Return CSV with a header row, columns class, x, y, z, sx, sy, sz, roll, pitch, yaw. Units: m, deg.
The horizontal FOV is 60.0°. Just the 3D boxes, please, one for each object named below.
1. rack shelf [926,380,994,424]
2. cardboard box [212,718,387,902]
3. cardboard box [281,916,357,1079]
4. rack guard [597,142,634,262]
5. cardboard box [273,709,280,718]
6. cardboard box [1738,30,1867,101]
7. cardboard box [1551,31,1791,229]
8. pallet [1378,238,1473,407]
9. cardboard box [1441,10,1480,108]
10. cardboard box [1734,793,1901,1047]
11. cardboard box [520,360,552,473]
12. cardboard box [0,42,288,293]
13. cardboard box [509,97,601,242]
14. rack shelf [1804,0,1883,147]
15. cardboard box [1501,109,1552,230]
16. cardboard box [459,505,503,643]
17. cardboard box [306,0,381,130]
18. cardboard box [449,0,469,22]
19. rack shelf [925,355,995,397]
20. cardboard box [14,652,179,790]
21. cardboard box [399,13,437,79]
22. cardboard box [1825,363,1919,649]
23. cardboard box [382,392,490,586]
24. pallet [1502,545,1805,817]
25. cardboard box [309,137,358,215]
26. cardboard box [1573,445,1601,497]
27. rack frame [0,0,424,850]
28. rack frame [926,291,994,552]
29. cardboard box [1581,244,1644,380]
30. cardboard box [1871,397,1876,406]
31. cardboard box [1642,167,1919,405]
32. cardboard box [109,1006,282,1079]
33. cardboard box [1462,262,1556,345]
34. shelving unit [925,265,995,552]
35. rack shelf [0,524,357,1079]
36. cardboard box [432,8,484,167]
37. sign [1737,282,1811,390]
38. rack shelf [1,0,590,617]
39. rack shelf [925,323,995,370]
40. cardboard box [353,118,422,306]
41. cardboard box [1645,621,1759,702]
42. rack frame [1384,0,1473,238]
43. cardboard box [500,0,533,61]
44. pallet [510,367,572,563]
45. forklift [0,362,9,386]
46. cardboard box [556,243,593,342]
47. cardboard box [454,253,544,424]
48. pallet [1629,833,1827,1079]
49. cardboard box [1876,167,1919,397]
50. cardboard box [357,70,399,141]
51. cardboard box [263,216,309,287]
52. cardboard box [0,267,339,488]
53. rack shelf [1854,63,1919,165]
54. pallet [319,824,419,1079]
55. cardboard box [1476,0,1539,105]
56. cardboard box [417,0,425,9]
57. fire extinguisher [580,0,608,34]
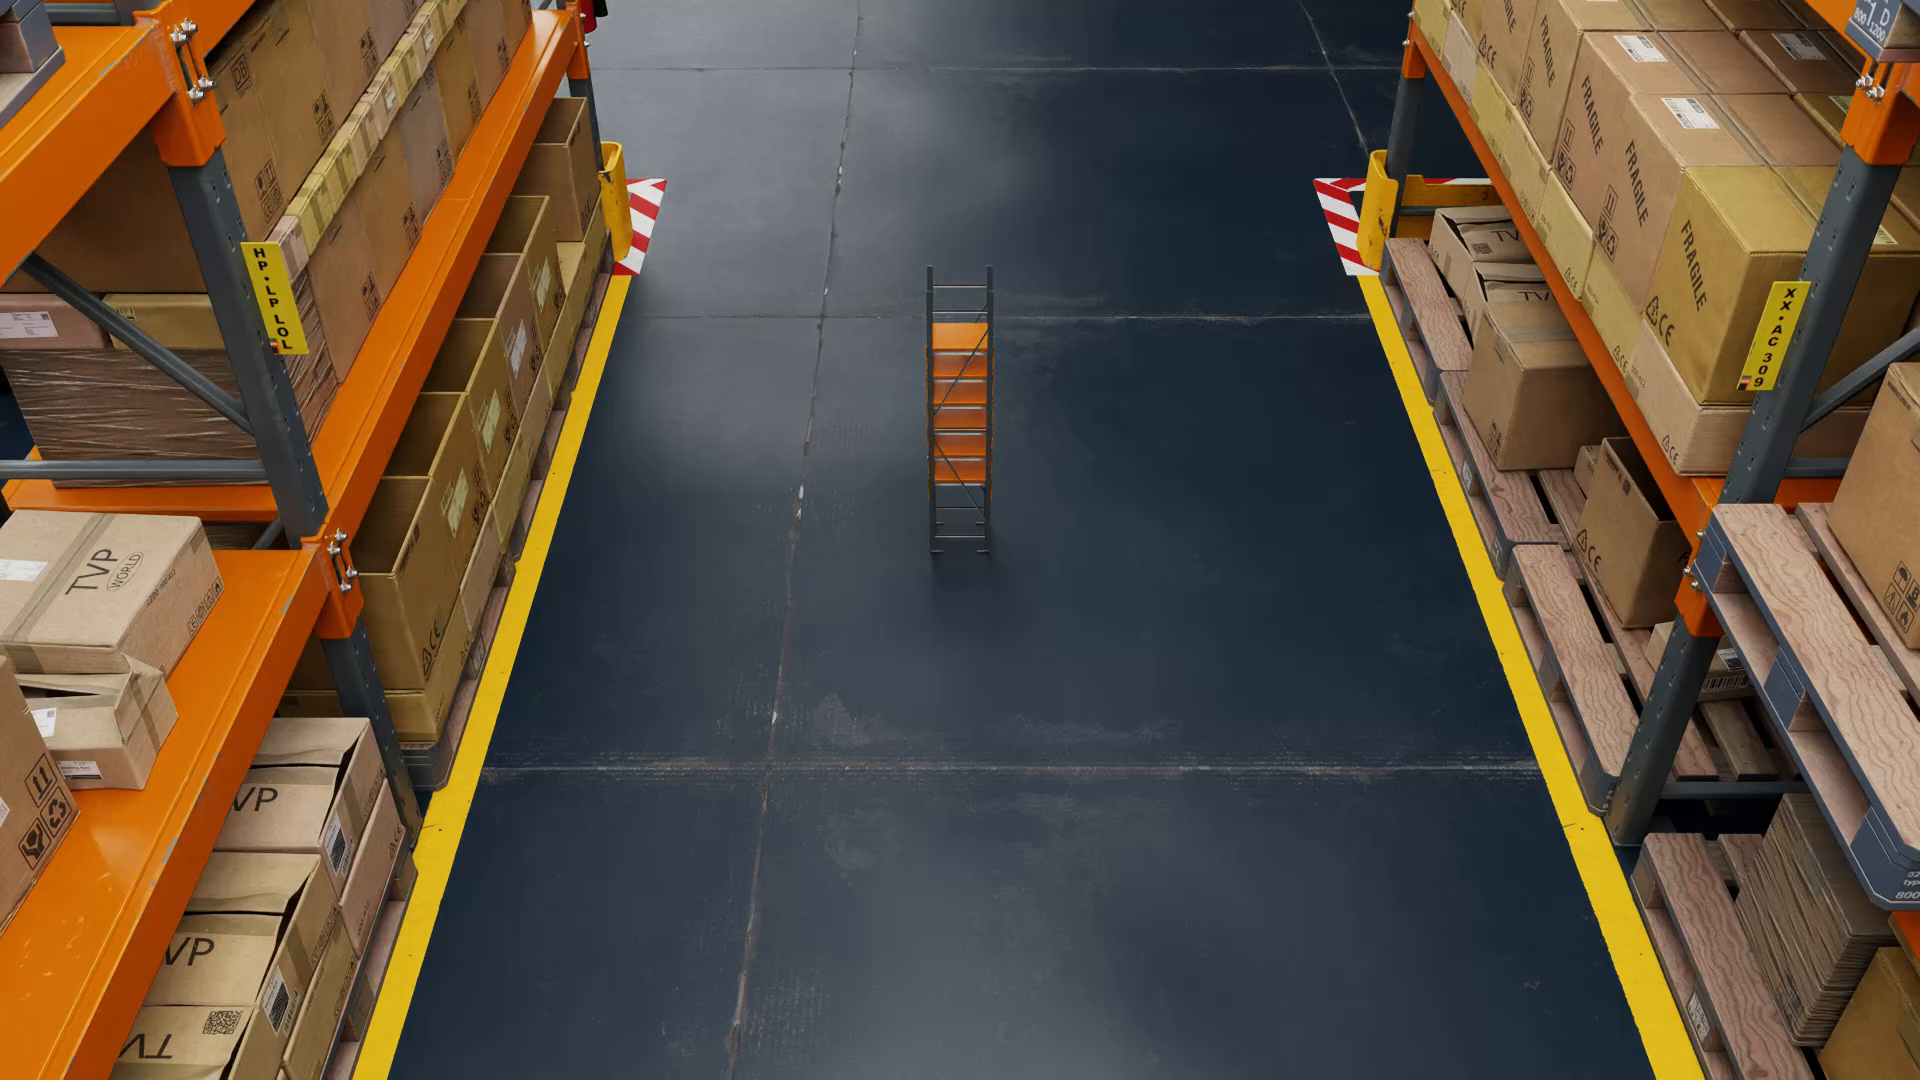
class,x,y,z,sx,sy,sz,roll,pitch,yaw
rack shelf,0.000,-0.536,6.339,0.258,0.103,0.180,0,39,0
cardboard box,-2.010,0.756,4.823,0.500,0.311,0.500,0,39,0
cardboard box,-2.008,1.297,4.596,0.500,0.250,0.500,-1,39,-1
rack guard,-2.302,-1.729,8.507,1.175,0.500,0.348,0,39,0
cardboard box,-2.517,0.432,5.676,0.500,0.250,0.500,0,39,0
cardboard box,2.873,-1.365,5.559,0.500,0.500,0.500,1,39,1
cardboard box,2.350,-1.358,5.550,0.500,0.500,0.500,-1,39,-1
pallet,2.617,-1.051,7.893,1.003,0.211,1.213,0,39,0
cardboard box,2.349,-2.014,6.969,0.500,0.250,0.500,-1,39,-1
cardboard box,2.674,1.070,4.663,0.700,0.500,0.500,1,39,1
cardboard box,-1.992,-0.507,6.847,0.500,0.250,0.500,0,39,0
cardboard box,-2.304,-1.010,4.495,0.700,0.500,0.500,0,39,0
cardboard box,-2.004,-1.737,7.783,0.500,0.500,0.500,0,39,0
rack shelf,2.654,-2.334,5.441,1.077,0.370,4.000,0,39,0
cardboard box,2.342,-1.379,6.177,0.500,0.250,0.500,0,39,0
cardboard box,-1.990,0.119,6.066,0.500,0.250,0.500,0,39,0
cardboard box,-2.306,-1.640,5.280,0.700,0.500,0.500,0,39,0
cardboard box,-2.110,-2.097,6.370,0.380,0.149,0.250,1,39,1
rack shelf,0.000,-0.630,6.264,0.258,0.103,0.180,0,39,0
cardboard box,-2.113,0.414,3.942,0.396,0.266,0.258,-1,39,-1
cardboard box,-2.107,-1.772,5.964,0.380,0.149,0.250,-1,39,-1
cardboard box,2.623,-0.086,4.027,0.700,0.500,0.500,0,39,0
cardboard box,-1.993,-0.174,5.832,0.500,0.500,0.500,0,39,0
pallet,2.620,0.475,5.989,1.003,0.211,1.213,0,39,0
cardboard box,-2.108,-1.130,5.163,0.380,0.149,0.250,0,39,0
cardboard box,2.674,-0.253,6.595,0.380,0.149,0.250,-3,39,-4
rack frame,-2.298,-0.188,4.586,1.000,3.000,0.127,0,39,0
rack frame,0.000,-0.420,6.315,0.240,1.200,0.006,0,39,0
cardboard box,2.360,-0.750,5.392,0.500,0.250,0.500,0,39,0
cardboard box,2.870,-0.437,5.001,0.500,0.250,0.500,0,39,0
cardboard box,2.346,-0.731,4.768,0.500,0.500,0.500,0,39,0
cardboard box,-2.005,1.393,4.028,0.500,0.311,0.500,0,39,0
cardboard box,2.563,-1.028,7.433,0.500,0.311,0.500,3,39,4
shelving unit,0.000,-0.477,6.386,0.258,1.200,0.189,0,39,0
rack shelf,-2.295,1.344,3.250,1.077,0.370,4.000,0,39,0
cardboard box,-2.314,-1.797,6.514,0.700,0.500,0.500,0,39,0
sign,2.114,-0.526,4.316,0.100,0.325,0.005,0,39,0
rack shelf,-2.300,-1.158,6.371,1.077,0.370,4.000,0,39,0
rack shelf,0.000,-0.724,6.189,0.258,0.103,0.180,0,39,0
cardboard box,-2.308,-1.148,5.704,0.700,0.500,0.500,1,39,1
cardboard box,2.626,0.406,5.759,0.380,0.166,0.250,-5,39,-6
rack frame,2.652,-2.695,7.714,1.000,3.000,0.127,0,39,0
cardboard box,-2.314,-2.436,7.311,0.700,0.500,0.500,0,39,0
pallet,-2.261,-0.362,7.033,1.003,0.211,1.213,0,39,0
forklift,-4.956,-1.828,6.687,1.130,2.935,3.031,24,44,26
cardboard box,-1.993,-1.132,7.627,0.500,0.250,0.500,0,39,0
cardboard box,-1.989,-0.799,6.612,0.500,0.500,0.500,0,39,0
pallet,2.659,1.381,4.857,1.003,0.211,1.213,0,39,0
cardboard box,2.864,-0.730,4.766,0.500,0.500,0.500,-1,39,-1
cardboard box,-2.110,-1.454,5.567,0.380,0.149,0.250,-1,39,-1
cardboard box,-2.105,-0.805,4.757,0.380,0.149,0.250,0,39,1
cardboard box,-2.304,-0.504,4.901,0.700,0.500,0.500,-1,39,-1
rack shelf,2.658,0.167,2.319,1.077,0.370,4.000,0,39,0
pallet,-2.258,1.361,4.883,1.003,0.211,1.213,0,39,0
cardboard box,2.336,-2.006,6.359,0.500,0.500,0.500,-1,39,-2
cardboard box,-2.307,-2.265,6.061,0.700,0.500,0.500,0,39,0
fire extinguisher,-1.838,-2.733,7.824,0.296,0.674,0.183,0,39,0
